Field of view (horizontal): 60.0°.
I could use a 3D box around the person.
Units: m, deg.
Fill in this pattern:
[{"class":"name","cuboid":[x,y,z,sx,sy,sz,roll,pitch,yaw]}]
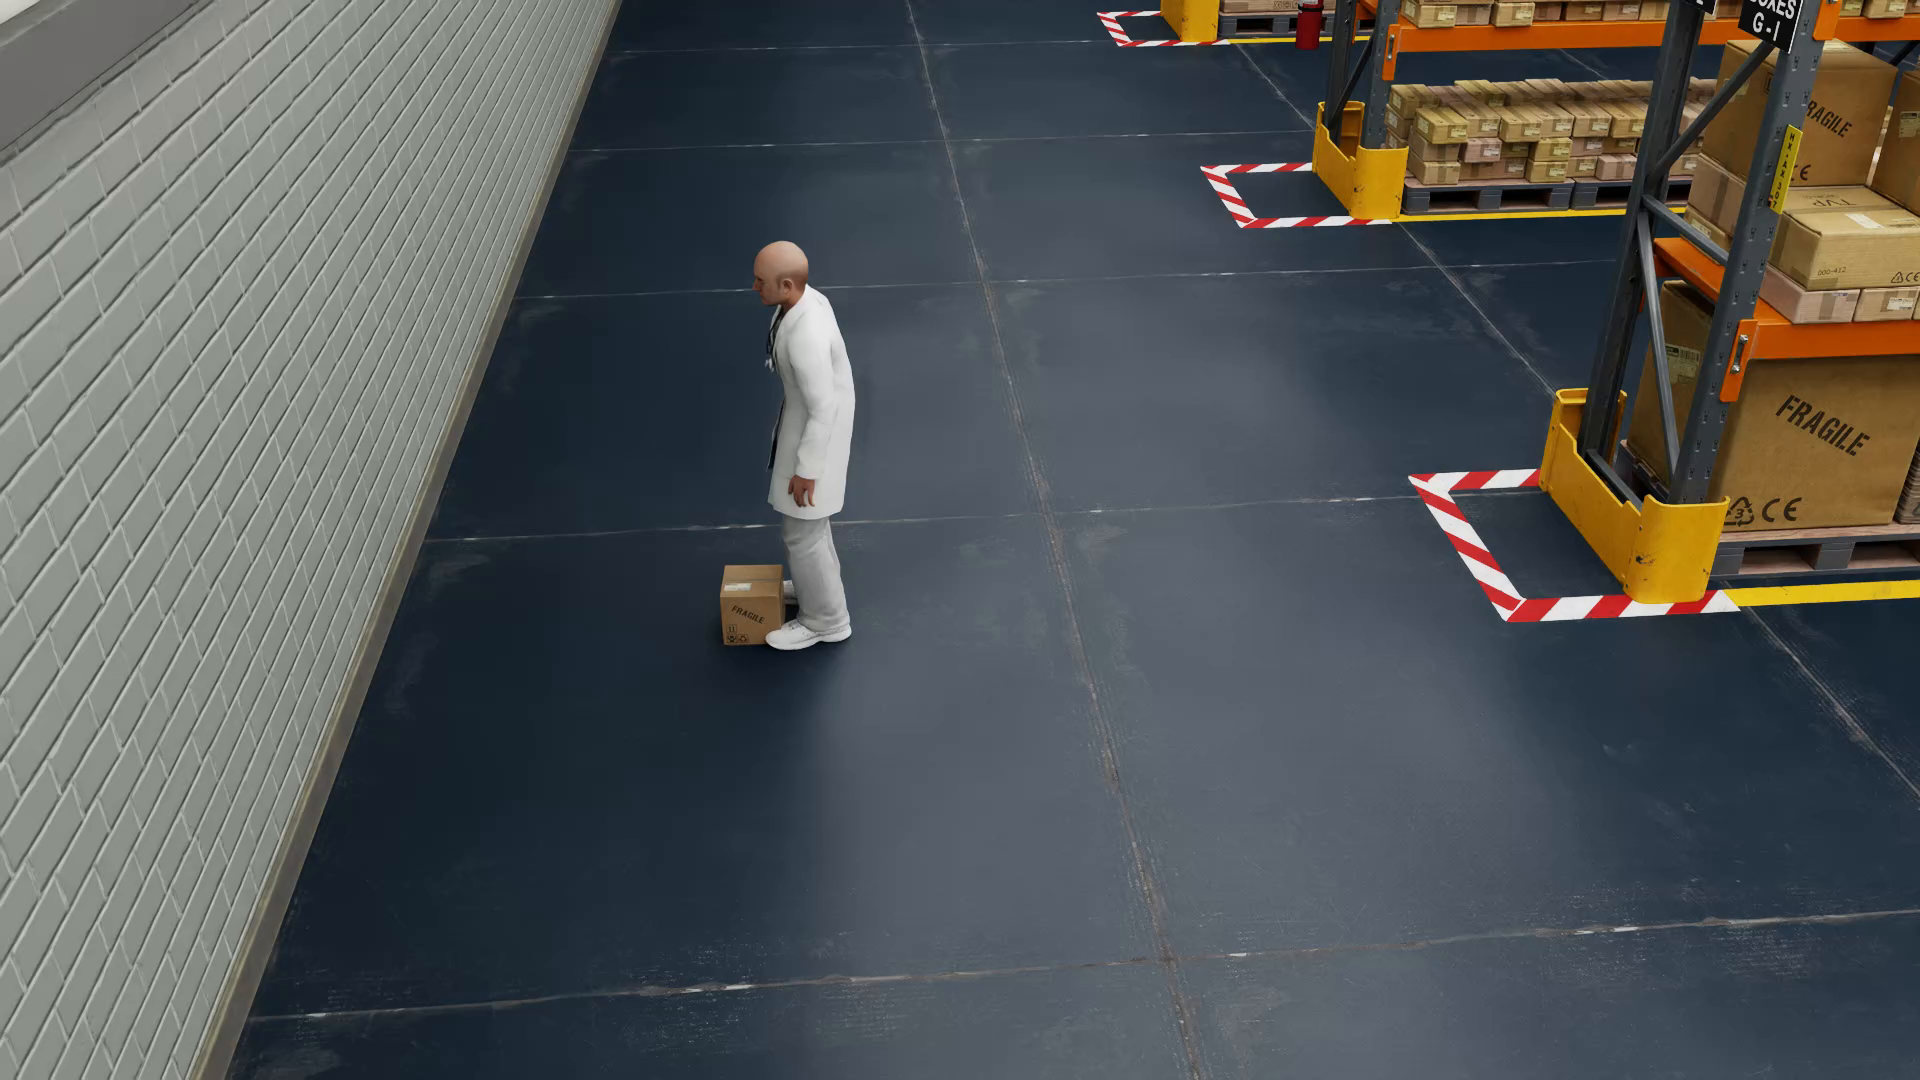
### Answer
[{"class":"person","cuboid":[-0.639,-0.385,6.797,0.429,1.772,0.648,-5,31,-8]}]
